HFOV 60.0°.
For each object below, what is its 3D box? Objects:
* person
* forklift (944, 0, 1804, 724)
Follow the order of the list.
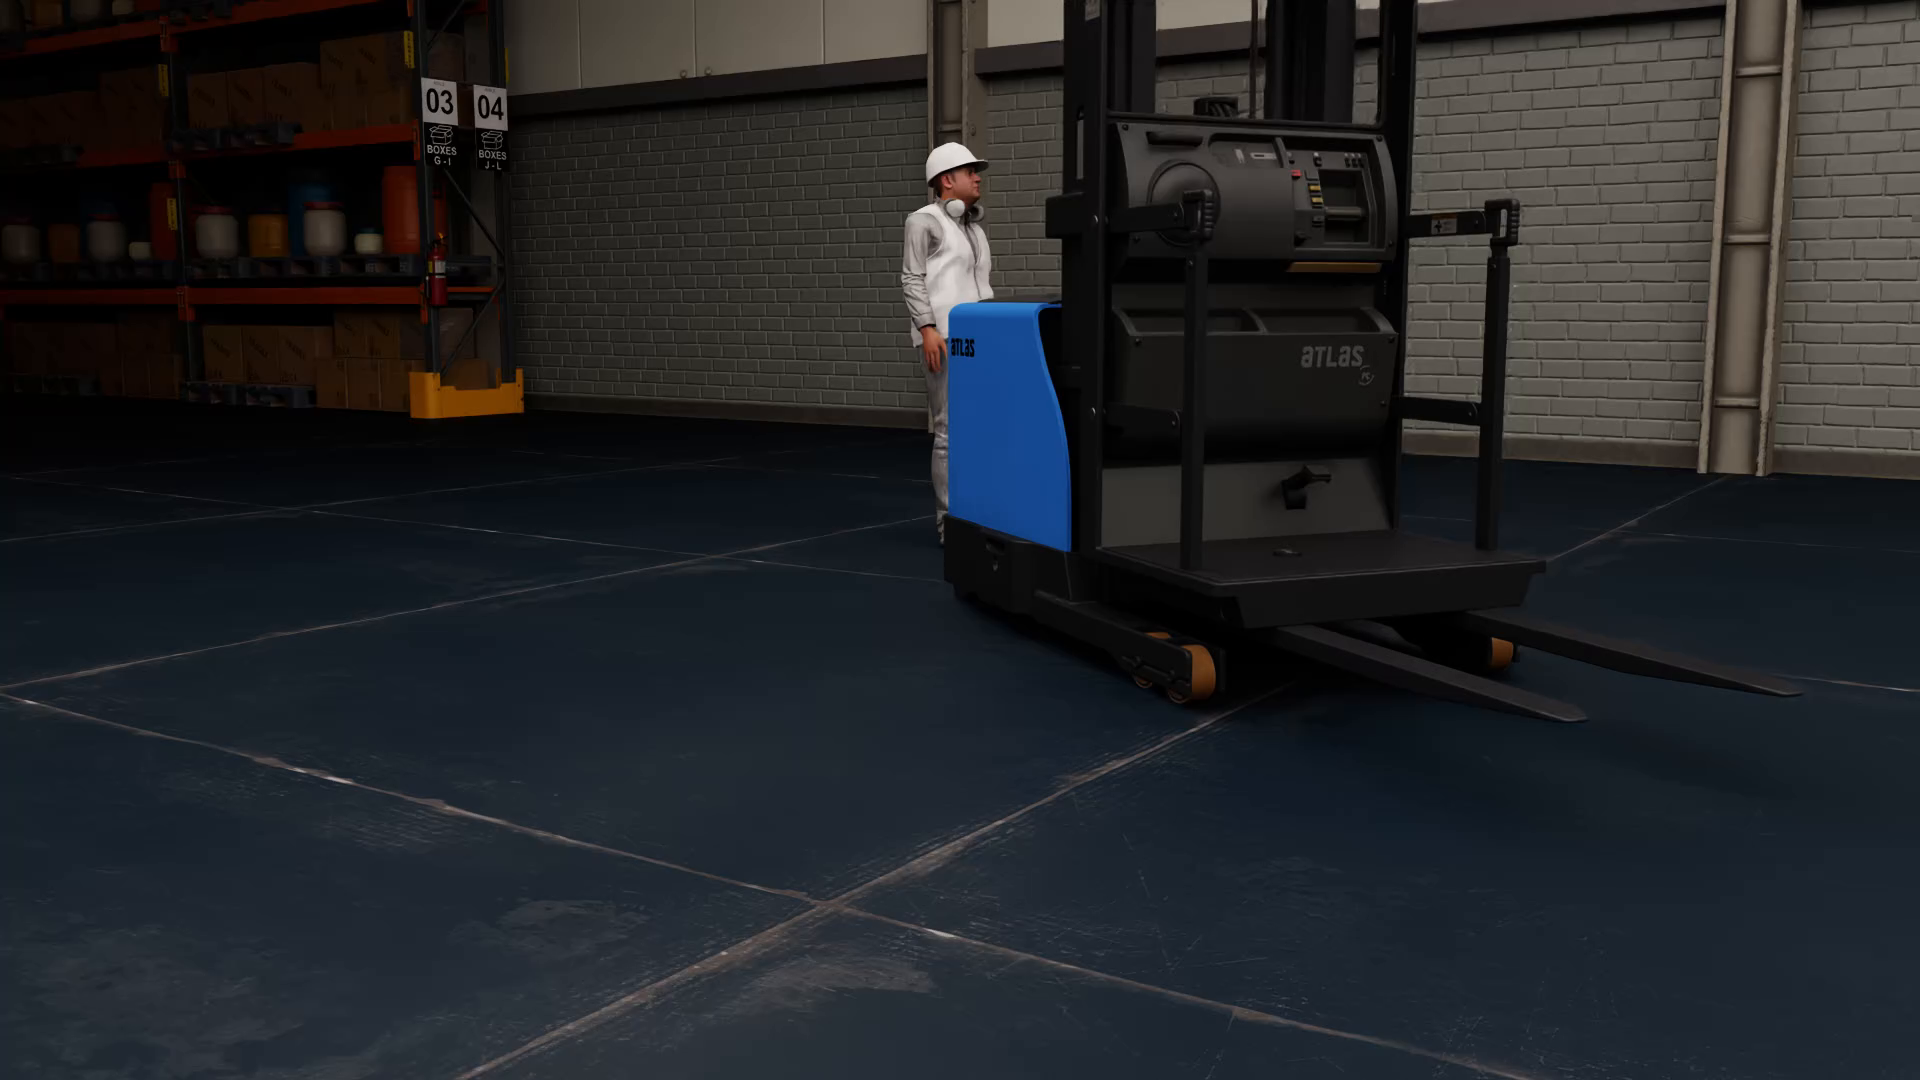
[{"bbox_3d":[0.047,-0.880,7.437,0.568,1.773,0.632,5,10,34],"label":"person"},{"bbox_3d":[0.974,-1.074,4.744,1.130,2.935,3.031,-3,9,-22],"label":"forklift"}]
